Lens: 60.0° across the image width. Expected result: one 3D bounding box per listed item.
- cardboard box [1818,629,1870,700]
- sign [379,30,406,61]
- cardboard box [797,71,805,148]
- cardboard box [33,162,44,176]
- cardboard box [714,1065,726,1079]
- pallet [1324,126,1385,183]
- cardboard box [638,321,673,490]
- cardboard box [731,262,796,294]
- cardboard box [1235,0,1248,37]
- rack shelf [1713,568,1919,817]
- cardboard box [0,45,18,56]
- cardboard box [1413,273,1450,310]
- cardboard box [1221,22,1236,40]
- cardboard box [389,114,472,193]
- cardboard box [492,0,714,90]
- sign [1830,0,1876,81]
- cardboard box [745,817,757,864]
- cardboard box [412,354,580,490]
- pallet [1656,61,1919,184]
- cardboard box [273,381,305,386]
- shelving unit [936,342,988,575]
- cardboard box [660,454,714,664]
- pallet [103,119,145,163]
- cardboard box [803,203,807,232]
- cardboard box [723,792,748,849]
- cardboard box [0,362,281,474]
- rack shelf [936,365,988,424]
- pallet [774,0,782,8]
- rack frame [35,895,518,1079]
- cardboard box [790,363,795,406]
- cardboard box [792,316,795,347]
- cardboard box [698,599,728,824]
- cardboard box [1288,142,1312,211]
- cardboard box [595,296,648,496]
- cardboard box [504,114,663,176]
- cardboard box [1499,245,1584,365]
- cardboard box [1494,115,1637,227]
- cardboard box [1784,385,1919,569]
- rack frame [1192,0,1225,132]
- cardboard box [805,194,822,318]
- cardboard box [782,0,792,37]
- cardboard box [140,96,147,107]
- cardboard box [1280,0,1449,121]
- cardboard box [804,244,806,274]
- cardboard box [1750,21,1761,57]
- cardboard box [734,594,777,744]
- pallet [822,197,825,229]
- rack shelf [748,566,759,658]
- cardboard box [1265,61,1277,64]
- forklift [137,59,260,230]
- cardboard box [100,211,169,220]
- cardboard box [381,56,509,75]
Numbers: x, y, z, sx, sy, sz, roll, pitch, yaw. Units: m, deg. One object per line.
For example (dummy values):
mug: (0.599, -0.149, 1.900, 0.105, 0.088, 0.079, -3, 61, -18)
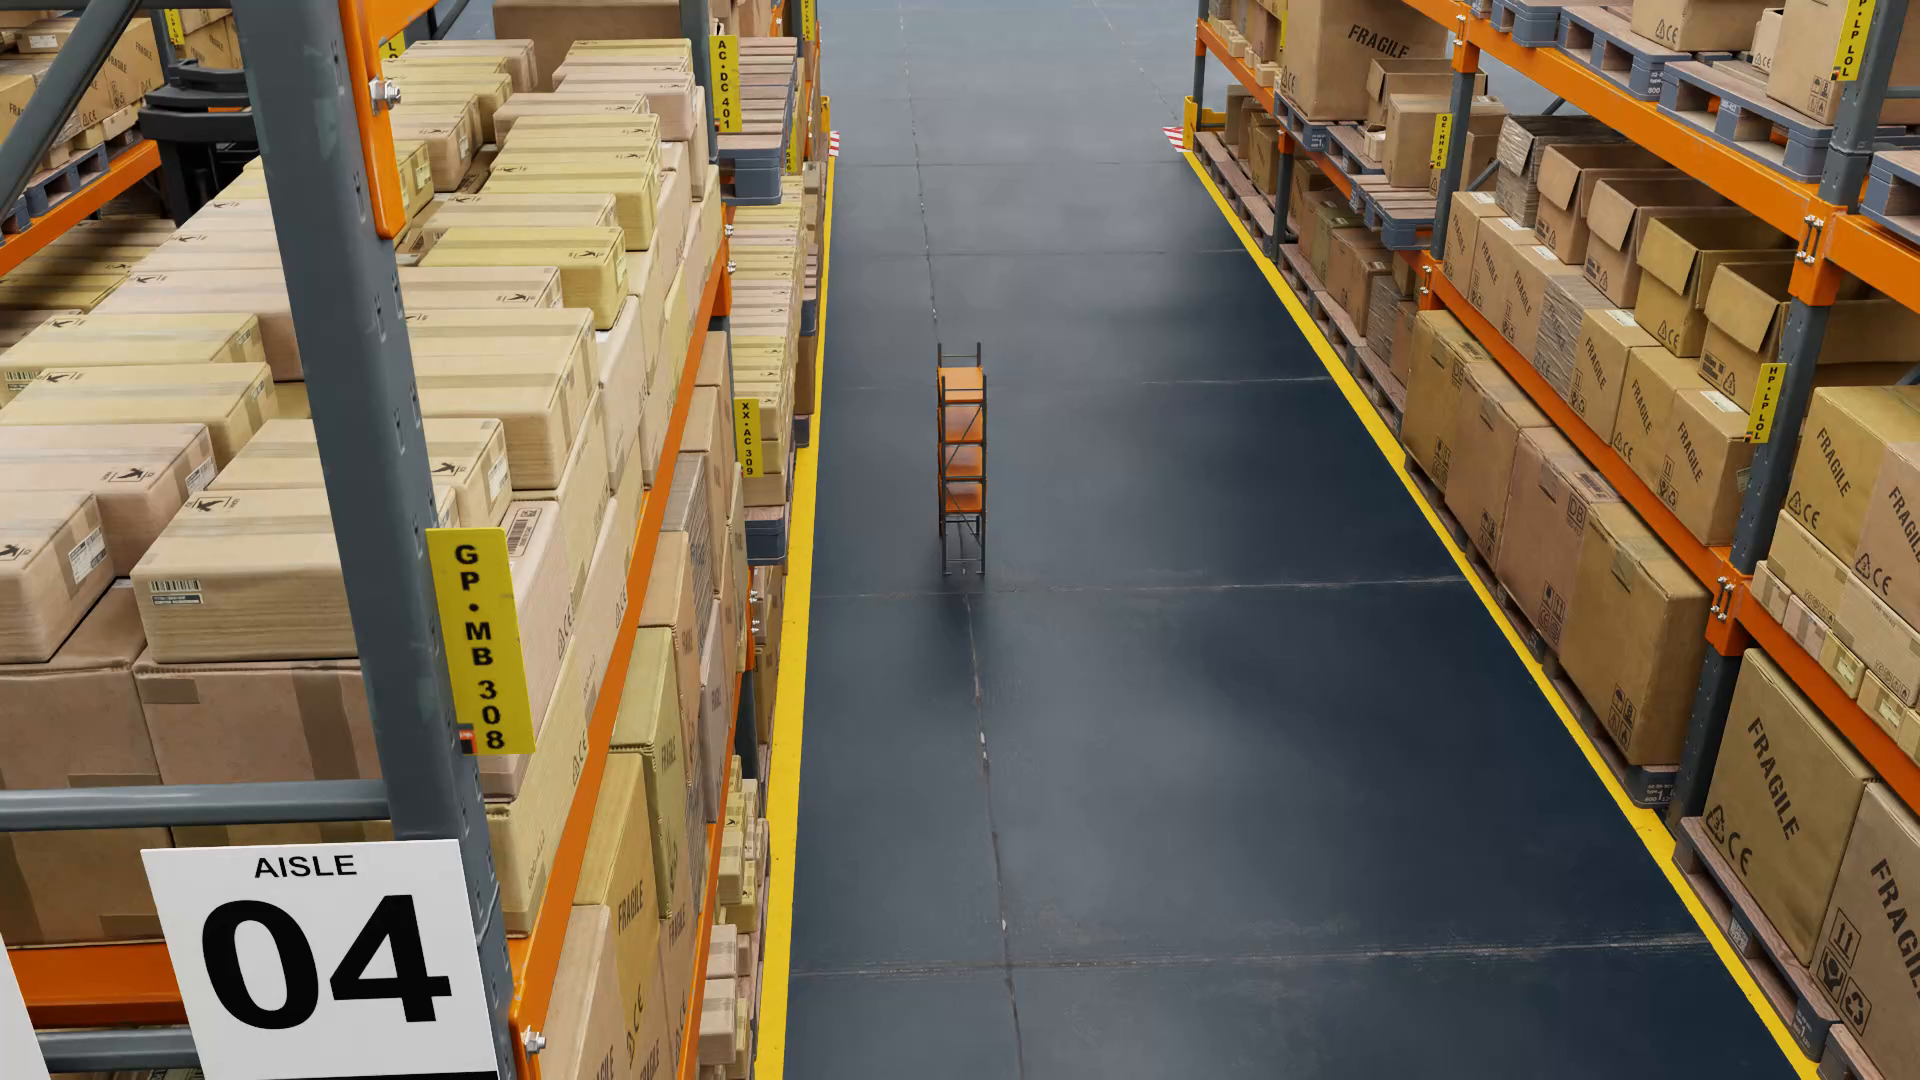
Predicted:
cardboard box: (3.323, 0.440, 5.934, 0.380, 0.149, 0.250, -1, 28, -1)
sign: (-1.901, -1.705, 5.546, 0.100, 0.325, 0.005, -1, 28, -3)
cardboard box: (-1.444, -3.257, 12.642, 0.500, 0.500, 0.500, -2, 28, -3)
cardboard box: (-6.413, -2.521, 11.158, 0.380, 0.149, 0.250, 0, 28, -1)
cardboard box: (-0.986, 1.865, 5.559, 0.380, 0.149, 0.250, -1, 28, -2)
pallet: (3.258, -2.734, 11.956, 1.003, 0.211, 1.213, -1, 28, -3)
cardboard box: (-0.986, -0.335, 4.067, 0.500, 0.250, 0.500, -2, 28, -3)
cardboard box: (-0.995, -1.239, 8.056, 0.380, 0.149, 0.250, -1, 28, -1)
cardboard box: (3.115, -5.062, 15.782, 0.875, 0.500, 0.500, -1, 28, -3)
rack shelf: (3.716, 1.184, 5.015, 1.077, 0.370, 4.000, -1, 28, -3)
cardboard box: (-6.926, -3.193, 11.745, 0.500, 0.500, 0.500, -2, 28, -3)
cardboard box: (3.338, -1.634, 11.056, 0.500, 0.250, 0.500, 0, 28, -1)
cardboard box: (2.787, -5.005, 16.374, 0.380, 0.149, 0.250, -1, 28, -3)
cardboard box: (-1.521, -1.026, 4.421, 0.380, 0.149, 0.250, -2, 28, -4)
cardboard box: (-1.257, -1.724, 6.006, 0.700, 0.500, 0.500, -1, 28, -3)
sign: (3.070, -1.740, 5.699, 0.100, 0.325, 0.005, -1, 28, -3)
cardboard box: (-0.987, 1.223, 6.469, 0.380, 0.149, 0.250, -3, 28, -5)
cardboard box: (-0.864, -0.201, 2.838, 0.380, 0.149, 0.250, -1, 28, -3)
pallet: (3.514, -1.726, 6.779, 0.805, 0.209, 1.217, -2, 28, -5)
cardboard box: (-1.468, -0.303, 3.465, 0.500, 0.250, 0.500, -1, 28, -2)
shelving unit: (0.009, -0.456, 9.326, 0.258, 1.200, 0.503, -1, 28, -3)
cardboard box: (-1.008, 0.081, 4.841, 0.500, 0.500, 0.500, -1, 28, -1)
pallet: (-6.808, -3.073, 12.605, 1.003, 0.211, 1.213, -1, 28, -3)
cardboard box: (-1.076, -1.823, 9.497, 0.380, 0.149, 0.250, -1, 28, -2)
cardboard box: (-1.016, 1.103, 6.376, 0.380, 0.149, 0.250, -1, 28, -2)
cardboard box: (-1.378, -0.182, 2.801, 0.380, 0.149, 0.250, -2, 28, -4)
rack shelf: (0.009, -0.804, 9.144, 0.258, 0.148, 0.480, -1, 28, -3)
pallet: (-1.643, -3.375, 9.938, 1.213, 0.211, 1.003, 0, 28, 0)
rack frame: (-1.138, 1.861, 2.937, 1.000, 3.000, 0.127, -1, 28, -3)
cardboard box: (-0.964, -0.731, 7.725, 0.380, 0.149, 0.250, -3, 28, -5)
cardboard box: (-0.982, -0.991, 7.903, 0.380, 0.149, 0.250, -2, 28, -4)
cardboard box: (-0.989, 0.524, 5.072, 0.500, 0.500, 0.500, -2, 28, -3)
cardboard box: (3.175, -3.281, 15.046, 0.500, 0.500, 0.500, 7, 28, 14)
cardboard box: (-0.944, -0.307, 3.473, 0.500, 0.250, 0.500, -1, 28, -2)
cardboard box: (-0.995, -1.029, 4.425, 0.380, 0.149, 0.250, -2, 28, -5)
cardboard box: (3.216, -1.245, 8.785, 0.500, 0.500, 0.500, -2, 28, -4)
cardboard box: (3.424, -2.057, 9.258, 0.797, 0.503, 0.637, 0, 28, -1)
cardboard box: (3.381, -0.229, 5.976, 0.500, 0.500, 0.500, -1, 28, -3)
rack frame: (2.985, -5.601, 17.244, 1.000, 3.000, 0.127, -1, 28, -3)
cardboard box: (-1.596, -2.139, 12.586, 1.050, 0.750, 0.750, -1, 28, -3)
cardboard box: (-1.750, -4.397, 13.606, 0.875, 0.550, 0.550, -1, 28, -3)
cardboard box: (-6.400, -3.358, 12.762, 0.380, 0.149, 0.250, -1, 28, -2)
cardboard box: (3.095, -3.835, 12.757, 1.000, 1.000, 1.000, -1, 28, -2)
cardboard box: (-1.060, -1.576, 9.346, 0.380, 0.149, 0.250, -1, 28, -3)
cardboard box: (3.683, -2.155, 7.212, 0.380, 0.149, 0.250, -2, 28, -5)
cardboard box: (-1.121, 0.589, 7.627, 0.500, 0.500, 0.500, 0, 28, -1)
pallet: (-1.726, -2.797, 14.884, 1.003, 0.211, 1.213, -1, 28, -3)
rack shelf: (-1.452, -0.590, 8.416, 1.077, 0.370, 4.000, -1, 28, -3)
cardboard box: (2.926, -4.198, 14.827, 0.380, 0.149, 0.250, -1, 28, -3)
forklift: (-3.239, -1.080, 8.651, 1.130, 2.935, 3.031, -2, 28, -3)
cardboard box: (-7.002, -2.748, 14.294, 0.500, 0.250, 0.500, 0, 28, 0)
cardboard box: (-1.593, -1.381, 5.101, 0.380, 0.149, 0.250, -3, 28, -5)
